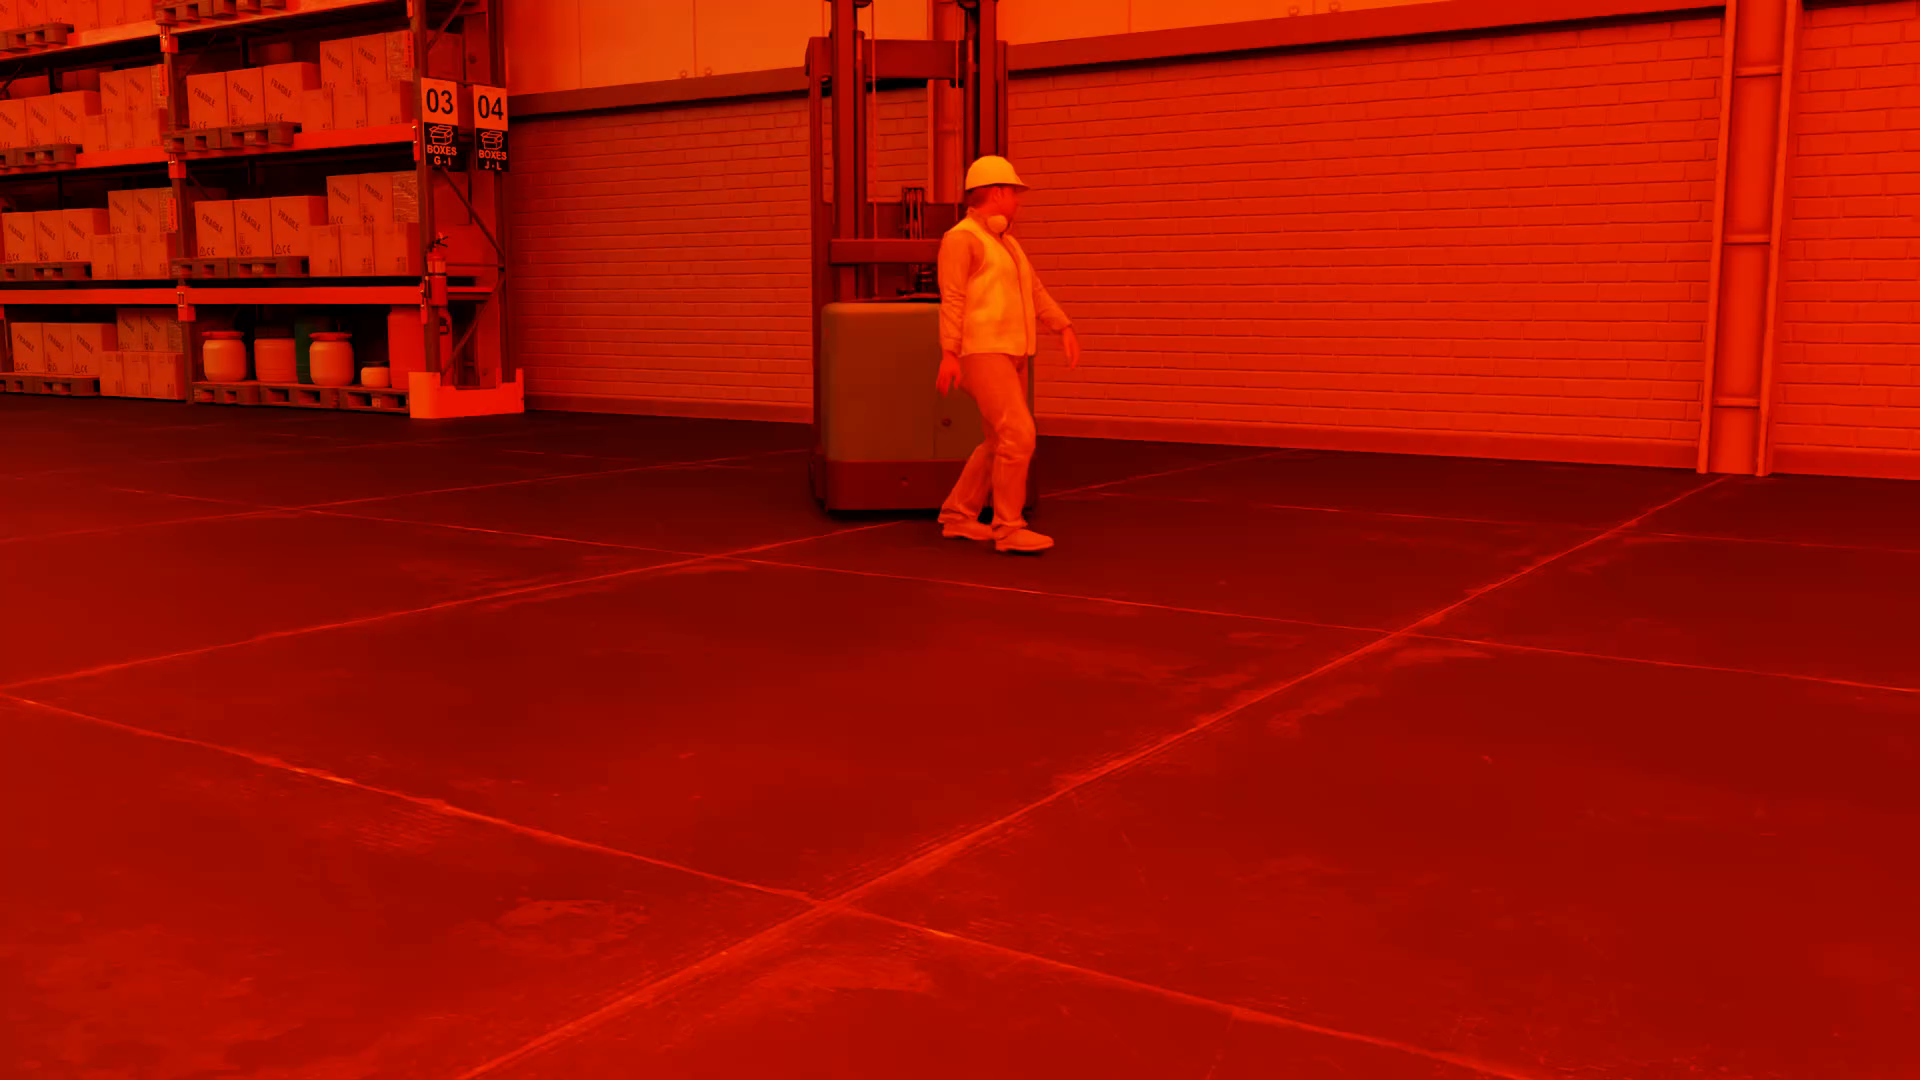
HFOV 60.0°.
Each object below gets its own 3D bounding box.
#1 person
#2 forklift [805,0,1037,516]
[{"bbox_3d":[0.160,-0.819,7.311,0.712,1.719,0.651,4,9,26],"label":"person"},{"bbox_3d":[-0.311,-1.745,9.462,1.130,2.935,3.031,-1,8,-7],"label":"forklift"}]
